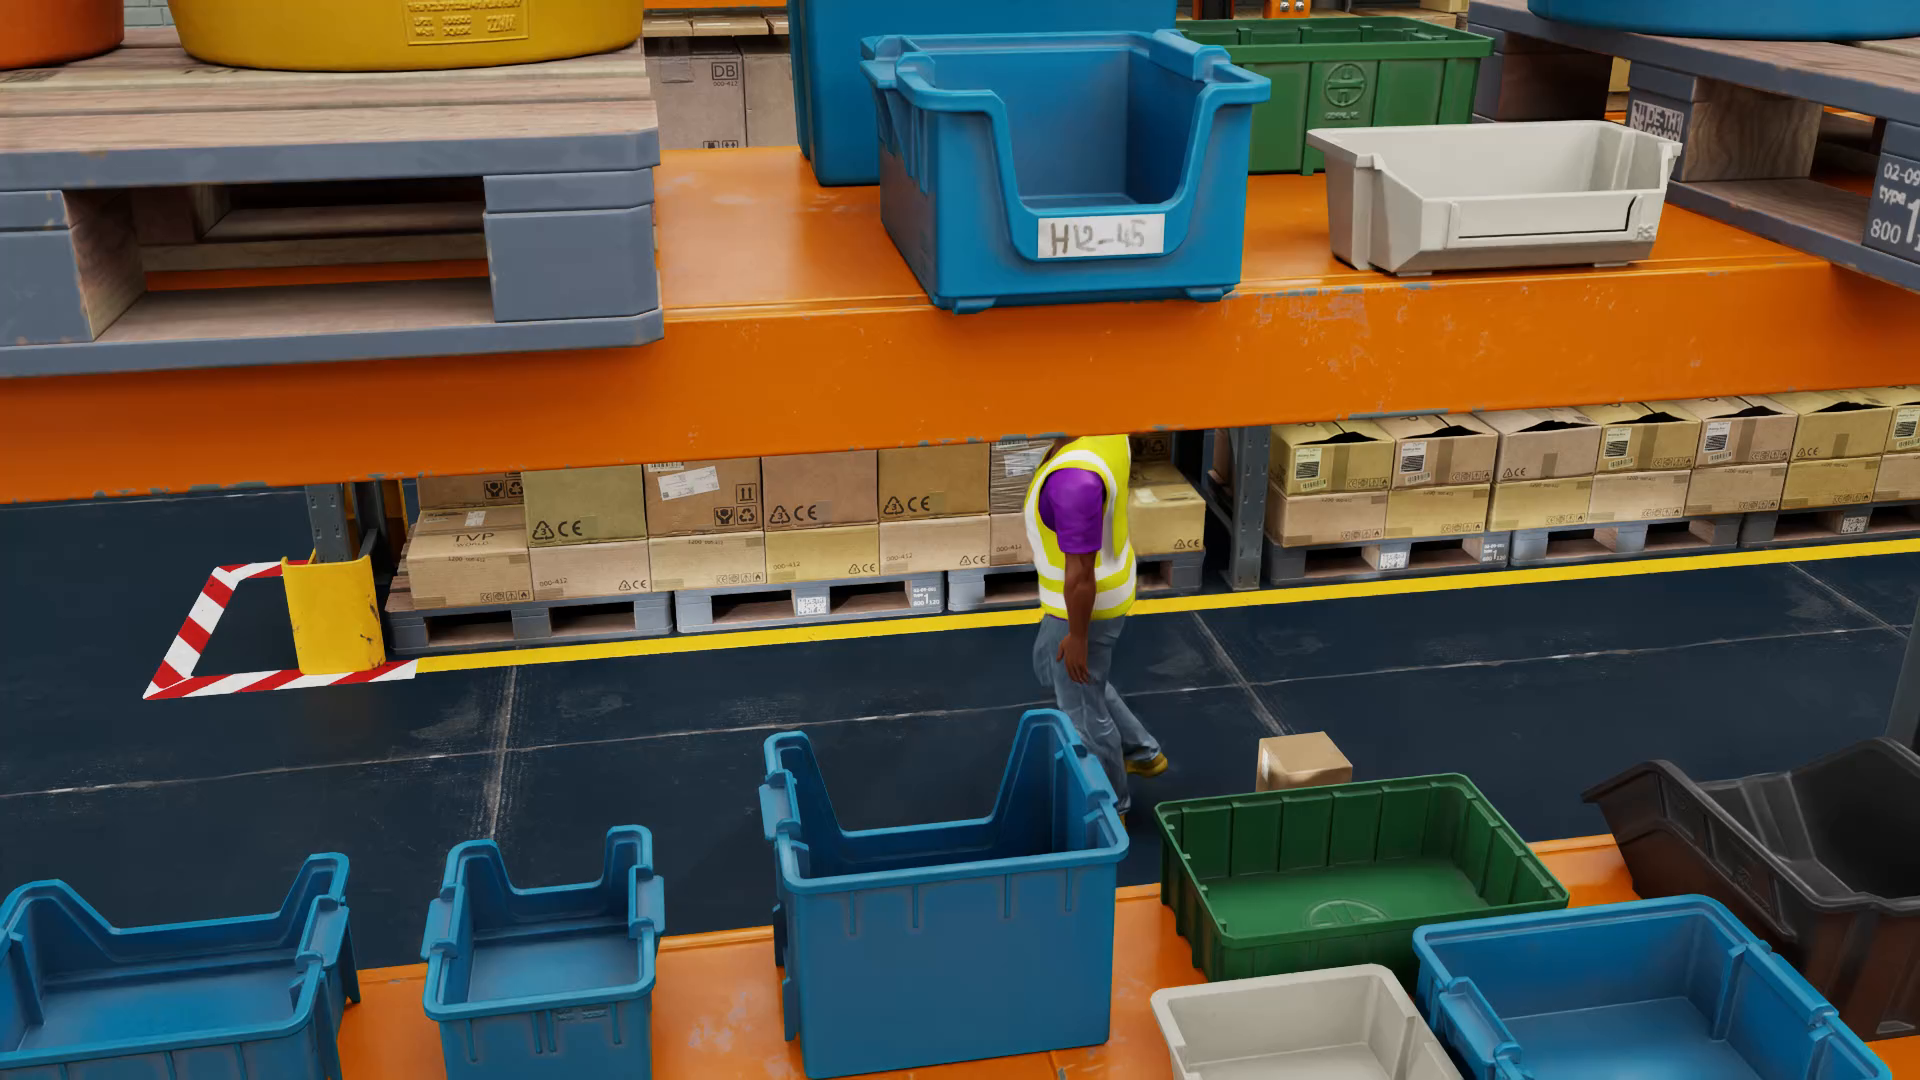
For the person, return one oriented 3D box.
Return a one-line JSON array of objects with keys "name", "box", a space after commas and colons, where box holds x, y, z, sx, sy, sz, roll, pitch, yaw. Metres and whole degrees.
[{"name": "person", "box": [0.449, 0.199, 5.583, 0.547, 1.756, 0.614, 5, 24, 11]}]
